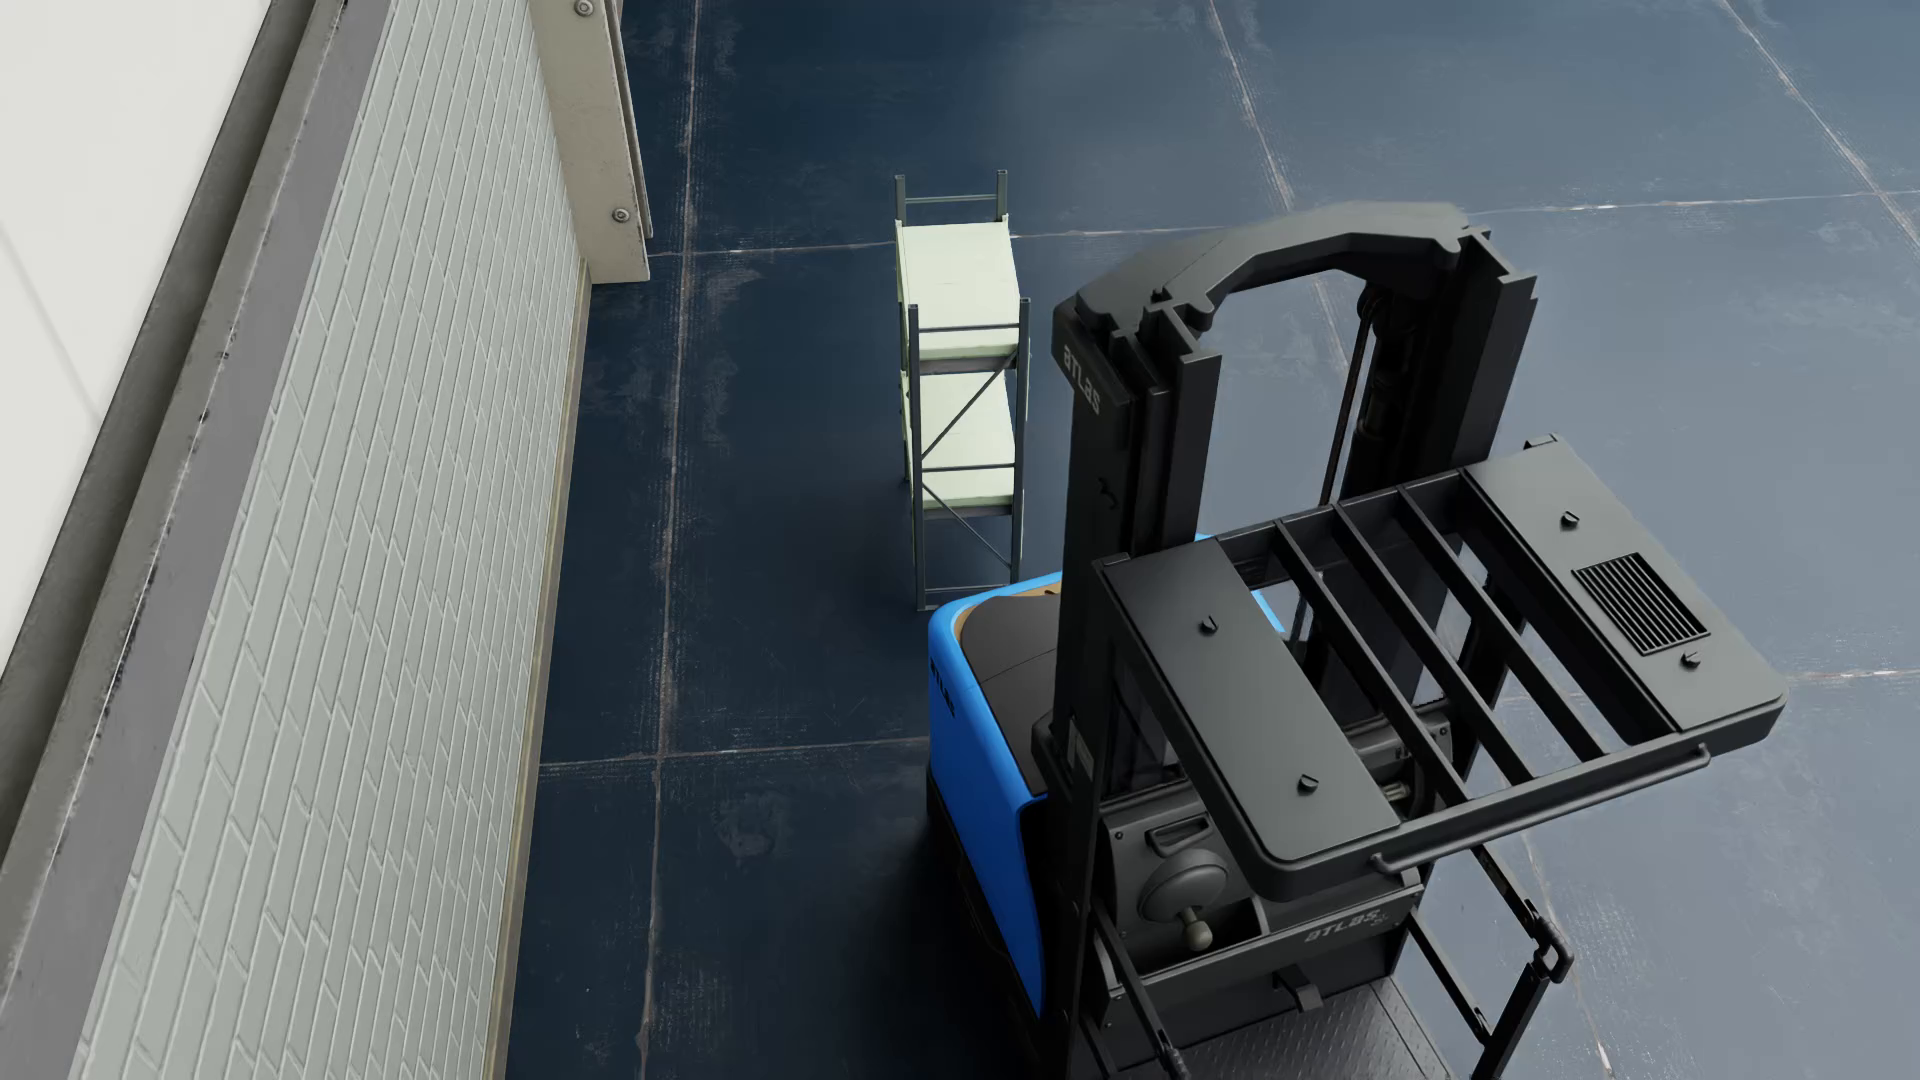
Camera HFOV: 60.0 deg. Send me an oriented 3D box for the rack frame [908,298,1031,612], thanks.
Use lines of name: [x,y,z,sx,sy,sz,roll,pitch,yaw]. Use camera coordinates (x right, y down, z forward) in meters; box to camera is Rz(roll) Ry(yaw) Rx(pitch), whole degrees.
rack frame: [0.030,-0.256,5.959,0.400,1.500,0.023,-3,47,-3]

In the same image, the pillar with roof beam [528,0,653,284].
pillar with roof beam: [2.640,-4.725,5.027,9.100,9.000,0.400,-3,47,-3]

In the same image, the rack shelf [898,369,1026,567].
rack shelf: [-0.001,-0.296,6.447,0.431,0.370,0.720,-3,47,-3]

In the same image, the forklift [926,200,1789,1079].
forklift: [0.873,0.820,3.955,1.130,2.935,3.031,-15,48,-14]

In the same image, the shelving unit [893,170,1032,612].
shelving unit: [-0.001,-0.521,6.210,0.431,1.500,0.755,-3,47,-3]

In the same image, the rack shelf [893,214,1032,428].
rack shelf: [-0.001,-0.789,5.927,0.431,0.370,0.720,-3,47,-3]

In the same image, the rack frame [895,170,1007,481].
rack frame: [-0.031,-0.785,6.461,0.400,1.500,0.023,-3,47,-3]
